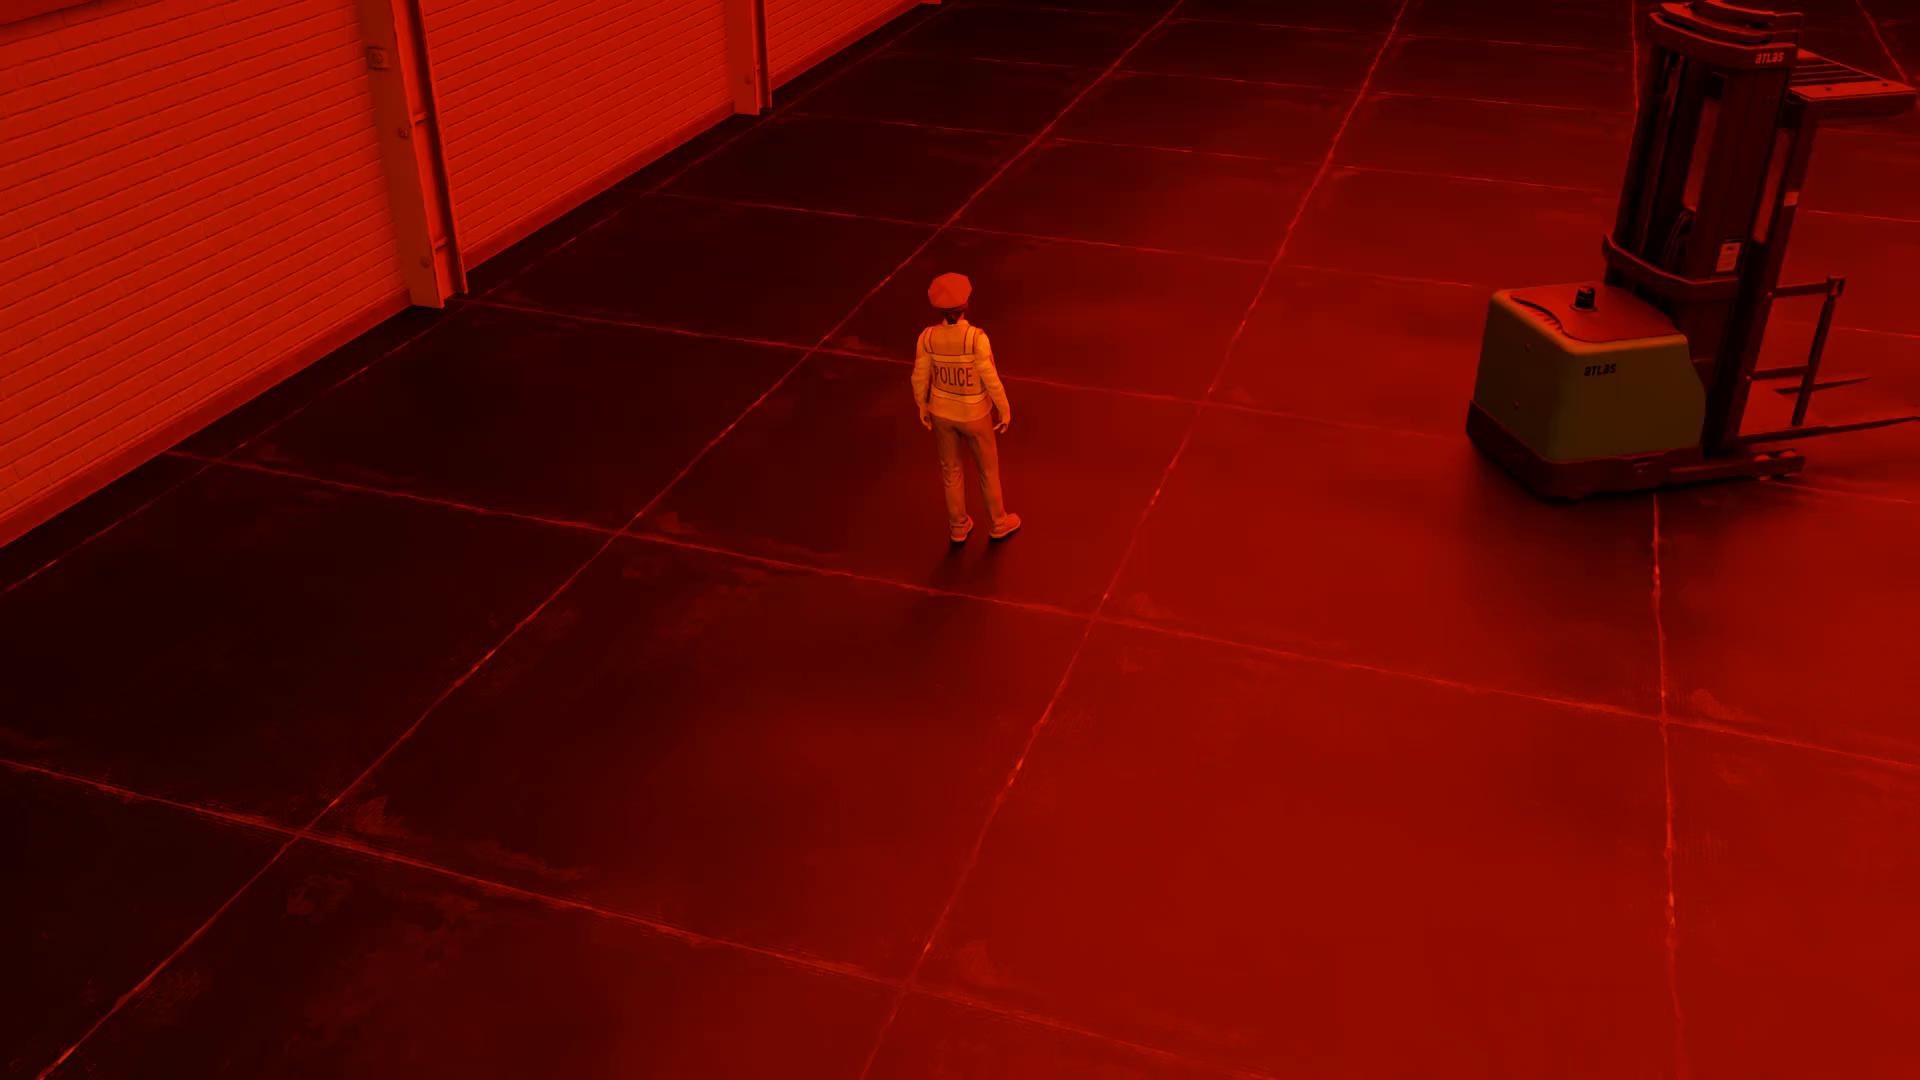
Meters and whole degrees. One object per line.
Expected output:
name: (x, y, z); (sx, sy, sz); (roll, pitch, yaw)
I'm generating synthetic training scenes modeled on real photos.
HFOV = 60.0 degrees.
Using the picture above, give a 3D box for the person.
person: (0.029, -0.774, 9.728); (0.586, 1.694, 0.530); (10, 31, 16)

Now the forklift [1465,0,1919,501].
forklift: (4.986, -1.904, 10.477); (3.031, 2.935, 1.130); (-7, 30, -12)
